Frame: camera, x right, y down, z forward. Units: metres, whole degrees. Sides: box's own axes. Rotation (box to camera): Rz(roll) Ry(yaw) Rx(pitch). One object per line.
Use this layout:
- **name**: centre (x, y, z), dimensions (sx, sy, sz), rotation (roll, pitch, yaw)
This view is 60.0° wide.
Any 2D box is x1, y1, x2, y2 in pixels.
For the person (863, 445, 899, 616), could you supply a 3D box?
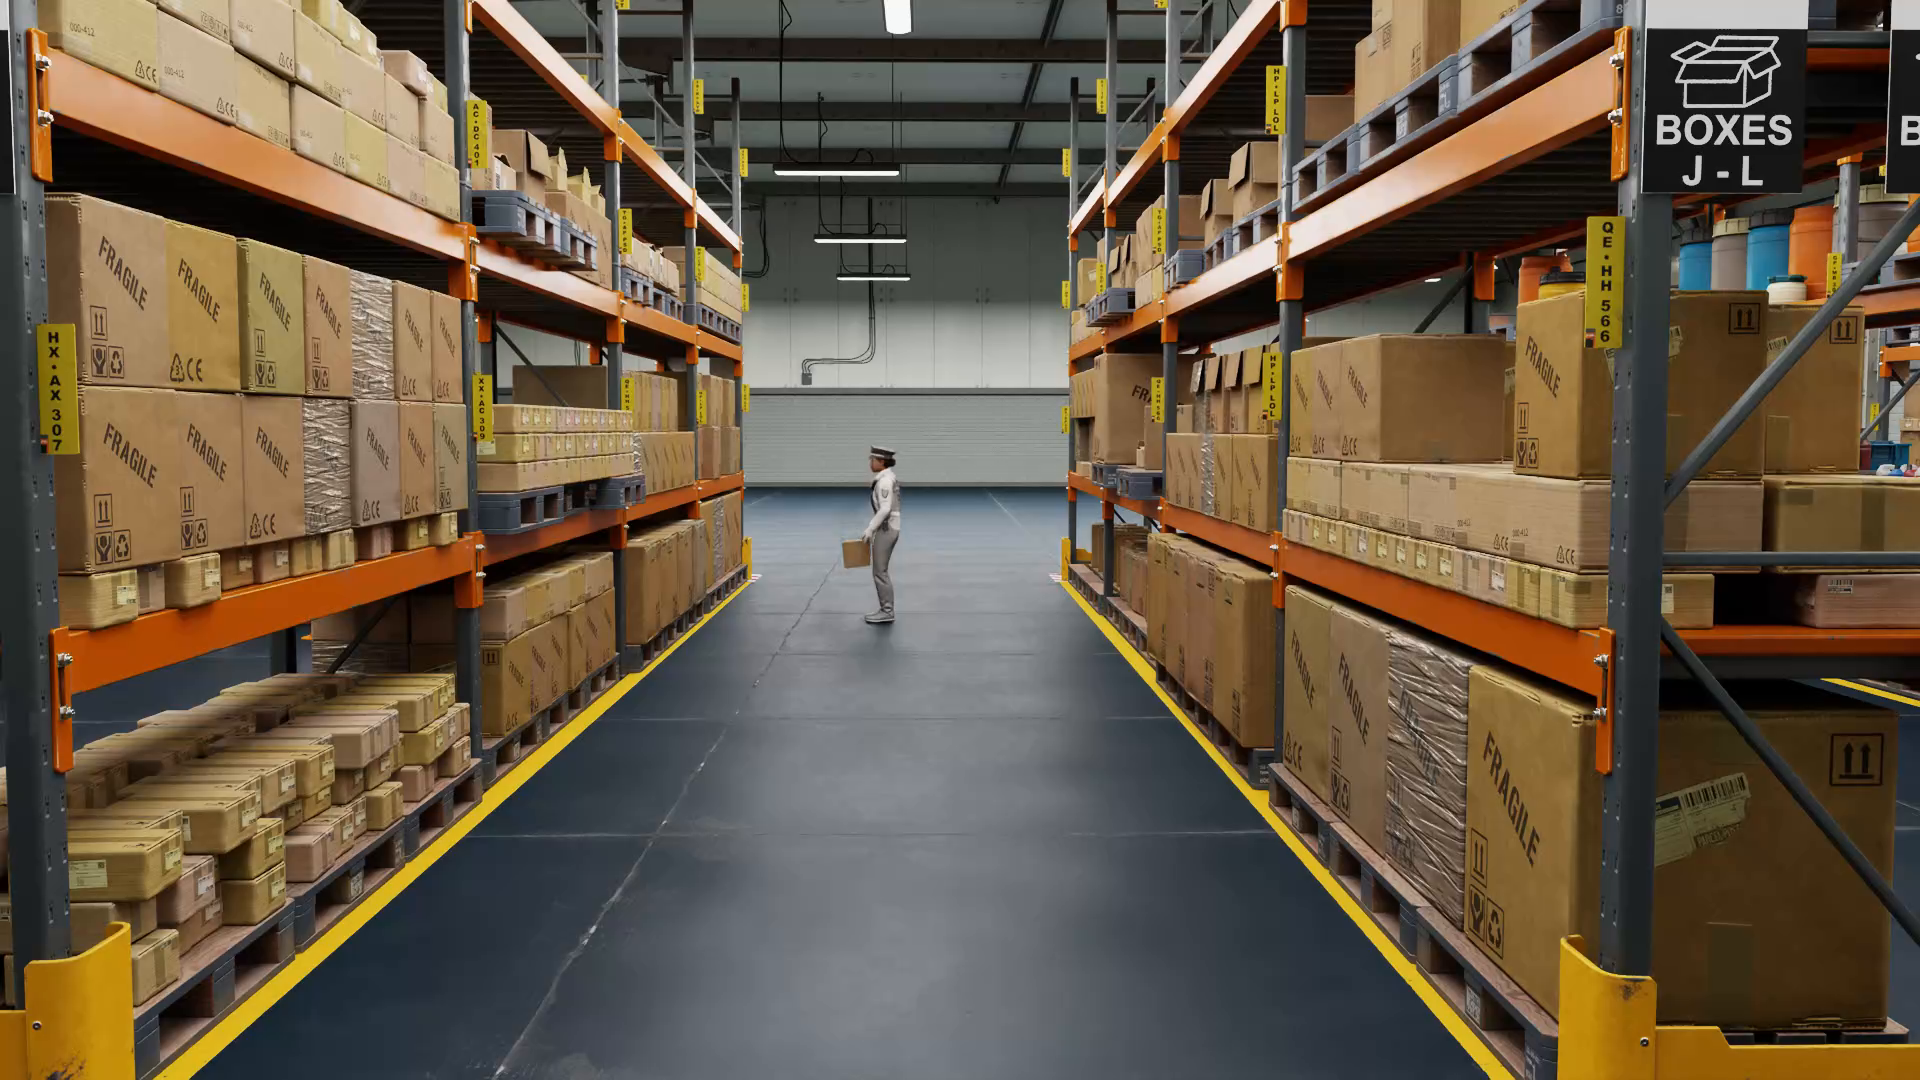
- **person**: centre (-0.752, -0.095, 15.797), dimensions (0.343, 1.616, 0.428), rotation (0, 4, -3)
